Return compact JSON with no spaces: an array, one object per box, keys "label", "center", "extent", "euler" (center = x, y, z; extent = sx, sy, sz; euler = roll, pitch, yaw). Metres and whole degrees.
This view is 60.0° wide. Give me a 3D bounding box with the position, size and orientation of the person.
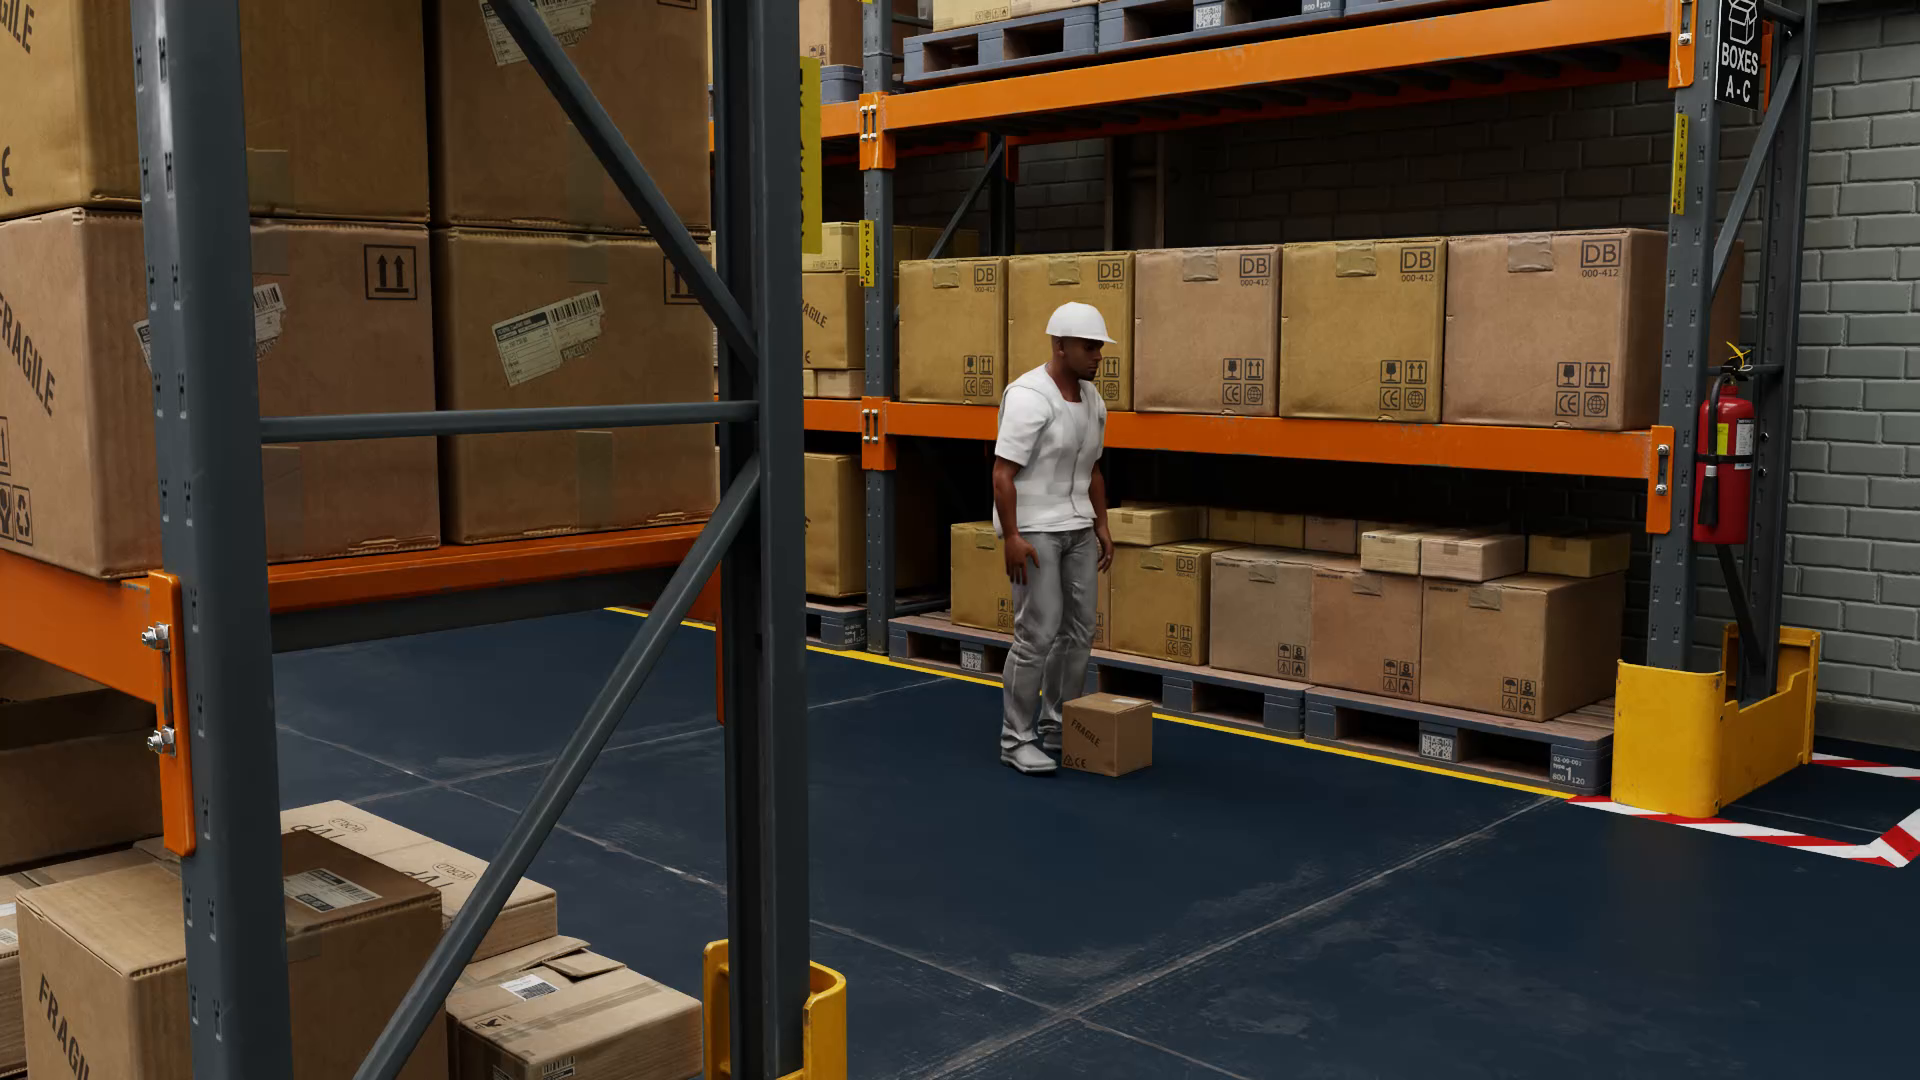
[{"label":"person","center":[0.377,-0.023,6.371],"extent":[0.463,1.760,0.633],"euler":[6,9,41]}]
